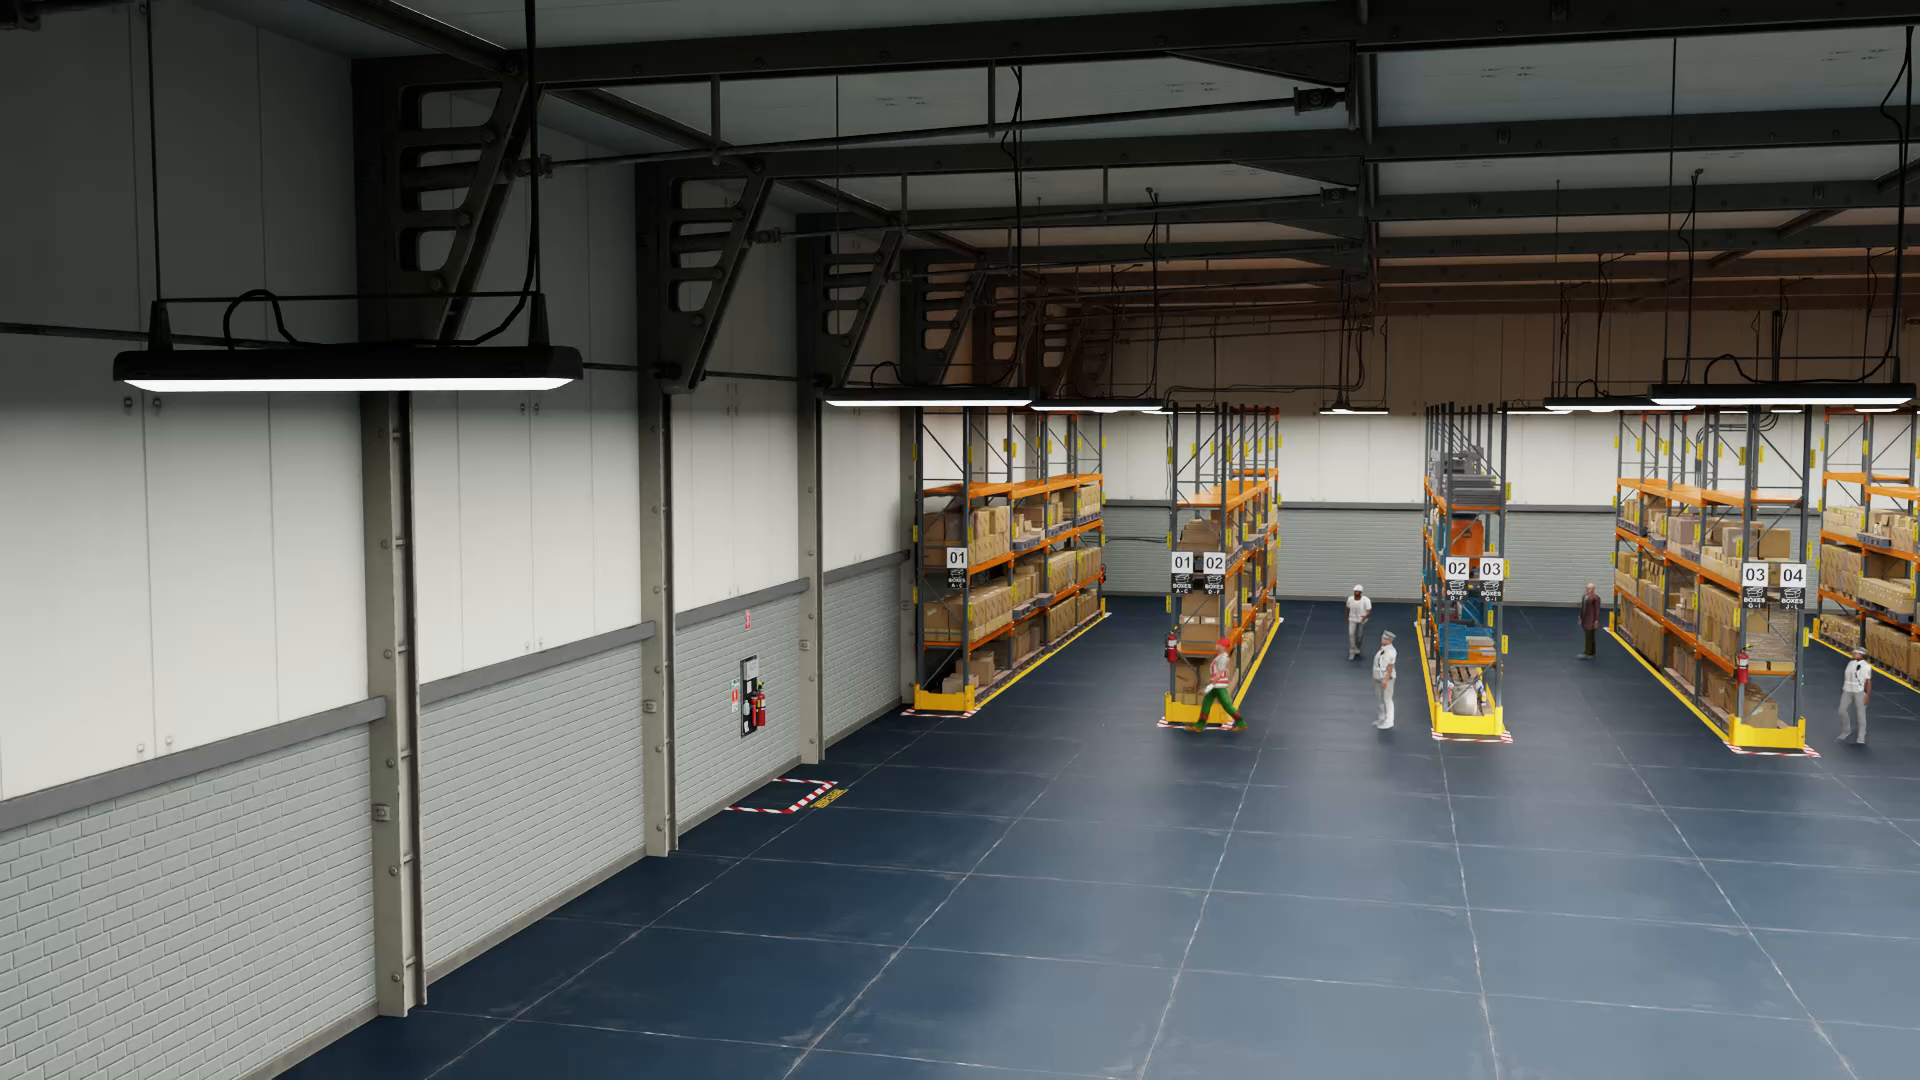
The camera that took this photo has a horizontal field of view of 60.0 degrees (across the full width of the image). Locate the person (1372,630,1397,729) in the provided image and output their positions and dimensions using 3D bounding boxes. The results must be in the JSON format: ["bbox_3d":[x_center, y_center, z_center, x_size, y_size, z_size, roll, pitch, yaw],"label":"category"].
[{"bbox_3d":[7.848,2.562,30.792,0.413,1.791,0.553,-1,4,-17],"label":"person"}]

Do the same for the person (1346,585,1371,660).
[{"bbox_3d":[9.498,1.941,39.657,0.599,1.745,1.003,1,4,15],"label":"person"}]

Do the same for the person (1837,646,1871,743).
[{"bbox_3d":[15.806,2.725,29.380,0.373,1.724,0.532,-4,6,-41],"label":"person"}]

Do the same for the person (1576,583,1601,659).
[{"bbox_3d":[14.887,1.913,39.549,0.538,1.779,0.604,0,4,-1],"label":"person"}]

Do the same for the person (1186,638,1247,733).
[{"bbox_3d":[4.641,2.636,30.007,1.061,1.743,0.540,-1,4,-8],"label":"person"}]
